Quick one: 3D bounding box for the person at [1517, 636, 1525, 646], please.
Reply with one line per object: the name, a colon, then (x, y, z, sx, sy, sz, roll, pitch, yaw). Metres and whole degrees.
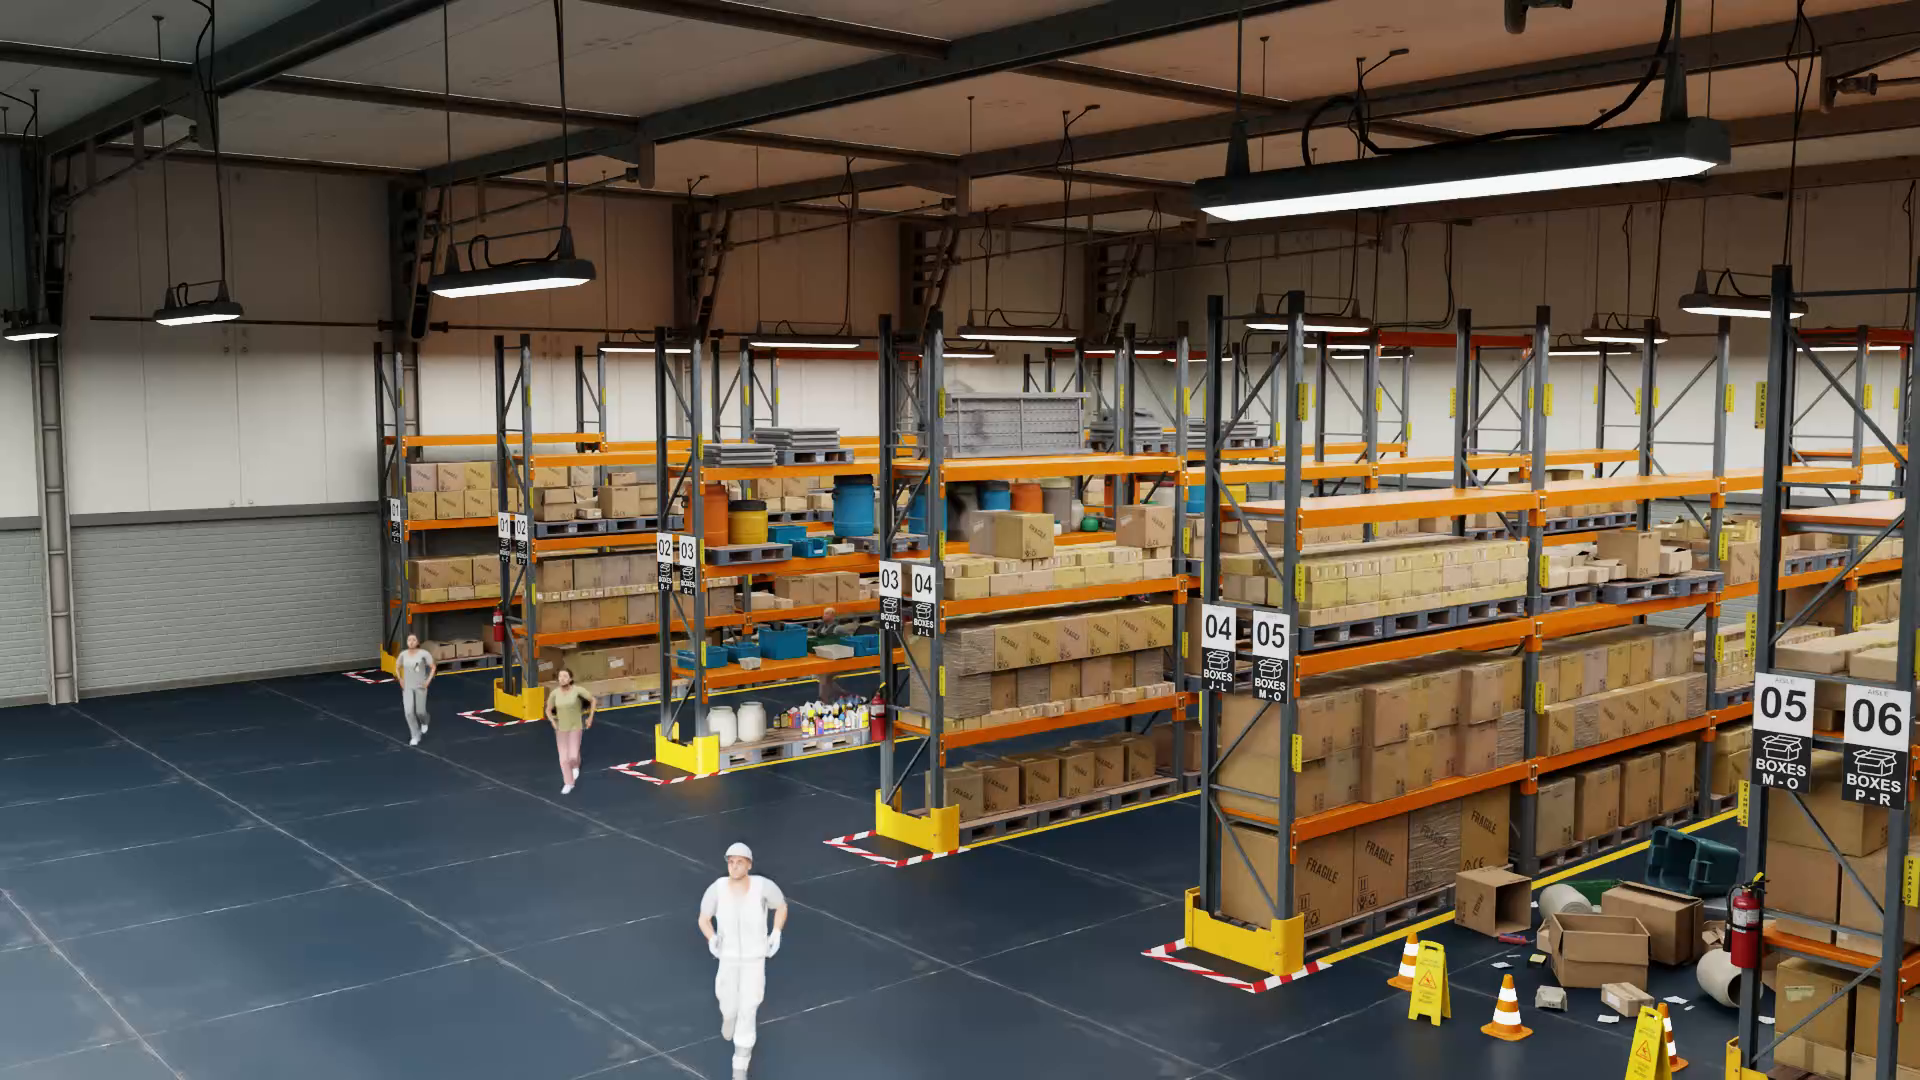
person: (8.356, 2.126, 24.198, 0.762, 1.726, 0.705, -4, 7, -40)

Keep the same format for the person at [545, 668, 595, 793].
person: (-4.985, 2.432, 21.233, 0.607, 1.630, 0.604, 0, 5, 1)

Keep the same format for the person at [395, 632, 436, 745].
person: (-7.944, 2.142, 24.290, 0.585, 1.629, 0.636, -1, 5, -7)

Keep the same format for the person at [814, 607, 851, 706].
person: (-2.059, 1.908, 26.120, 0.657, 1.707, 0.971, 5, 7, 44)

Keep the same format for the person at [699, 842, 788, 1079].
person: (-1.643, 3.148, 12.602, 0.664, 1.779, 0.874, 0, 5, -1)
